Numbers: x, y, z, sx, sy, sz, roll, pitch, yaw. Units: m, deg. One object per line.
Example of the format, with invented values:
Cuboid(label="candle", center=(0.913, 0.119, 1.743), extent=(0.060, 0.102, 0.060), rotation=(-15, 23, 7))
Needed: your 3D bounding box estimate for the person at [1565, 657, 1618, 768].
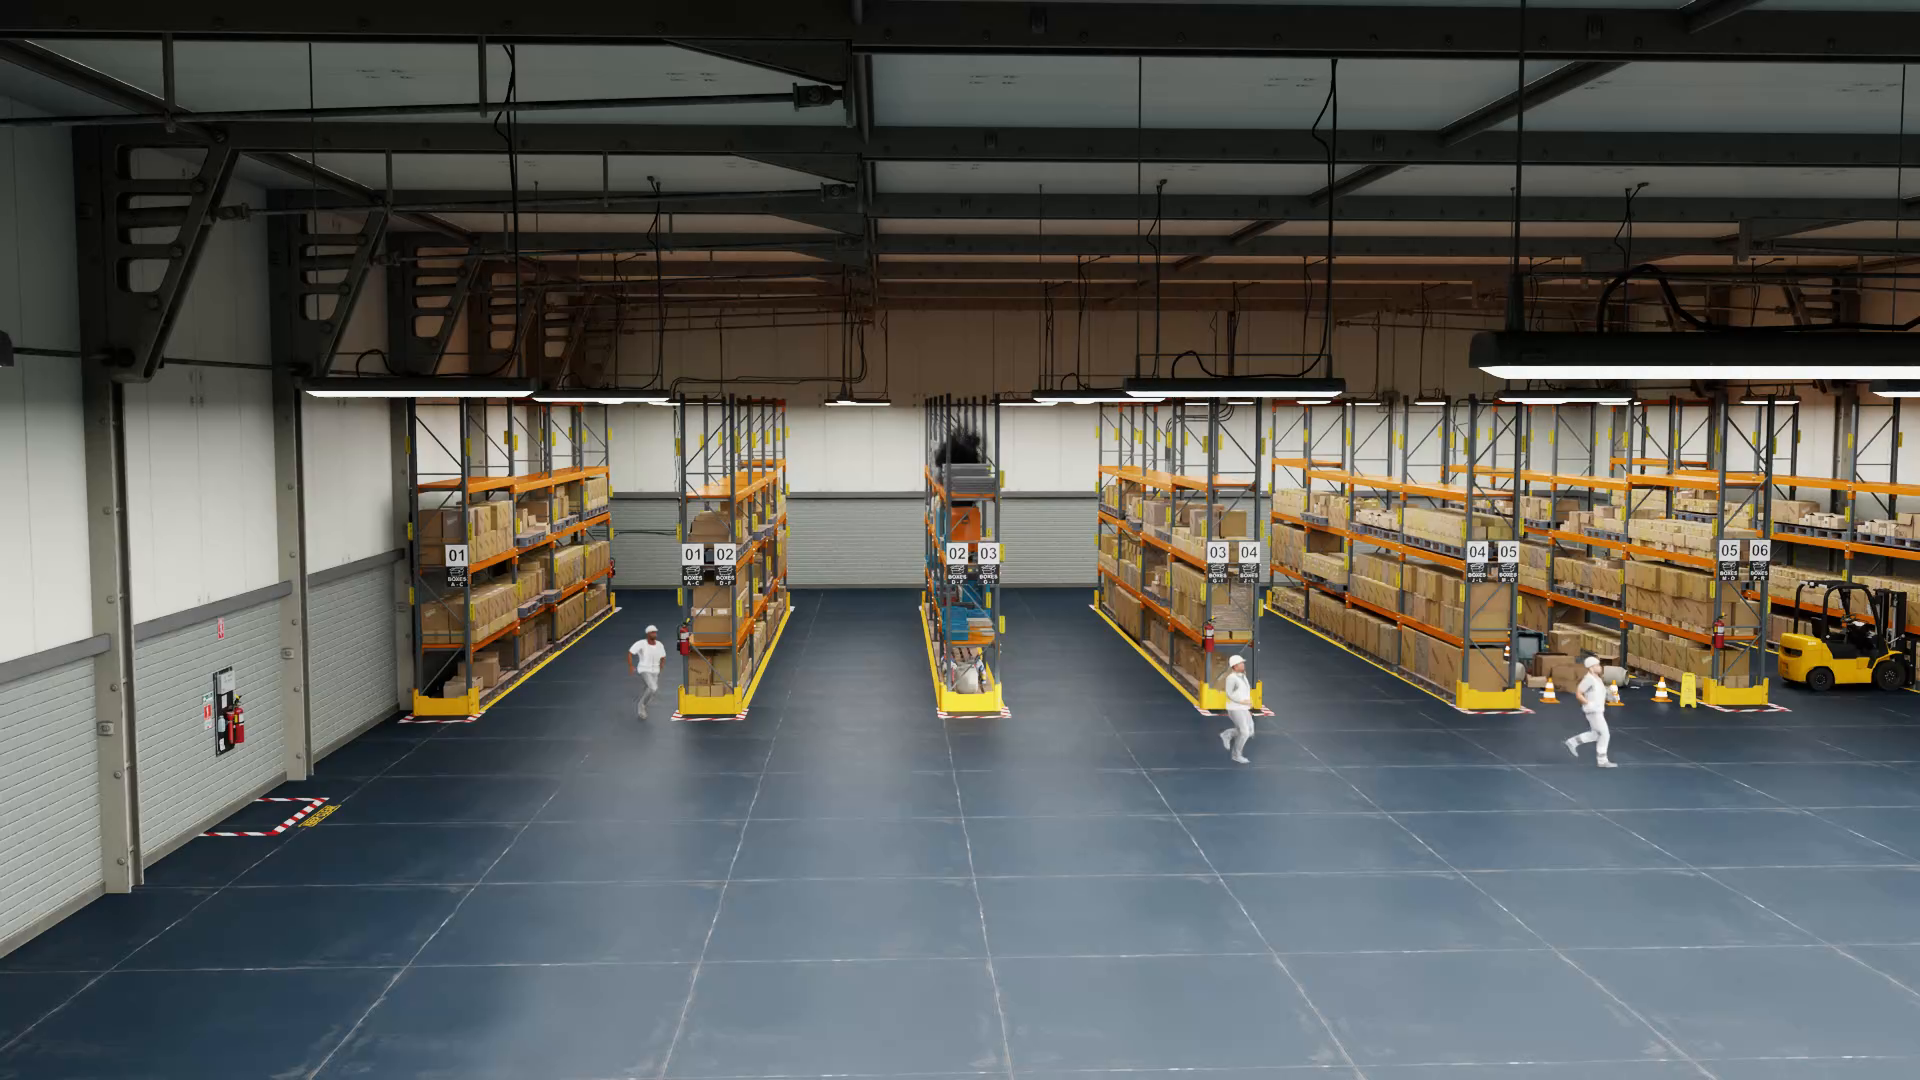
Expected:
Cuboid(label="person", center=(10.103, 2.746, 26.593), extent=(0.849, 1.758, 0.668), rotation=(3, 6, 35))

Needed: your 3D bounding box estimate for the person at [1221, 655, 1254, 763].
Cuboid(label="person", center=(4.502, 2.734, 27.024), extent=(0.609, 1.735, 0.691), rotation=(2, 5, 29))

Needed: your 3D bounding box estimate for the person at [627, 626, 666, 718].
Cuboid(label="person", center=(-5.704, 2.438, 30.685), extent=(0.711, 1.709, 0.609), rotation=(-4, 6, -44))
